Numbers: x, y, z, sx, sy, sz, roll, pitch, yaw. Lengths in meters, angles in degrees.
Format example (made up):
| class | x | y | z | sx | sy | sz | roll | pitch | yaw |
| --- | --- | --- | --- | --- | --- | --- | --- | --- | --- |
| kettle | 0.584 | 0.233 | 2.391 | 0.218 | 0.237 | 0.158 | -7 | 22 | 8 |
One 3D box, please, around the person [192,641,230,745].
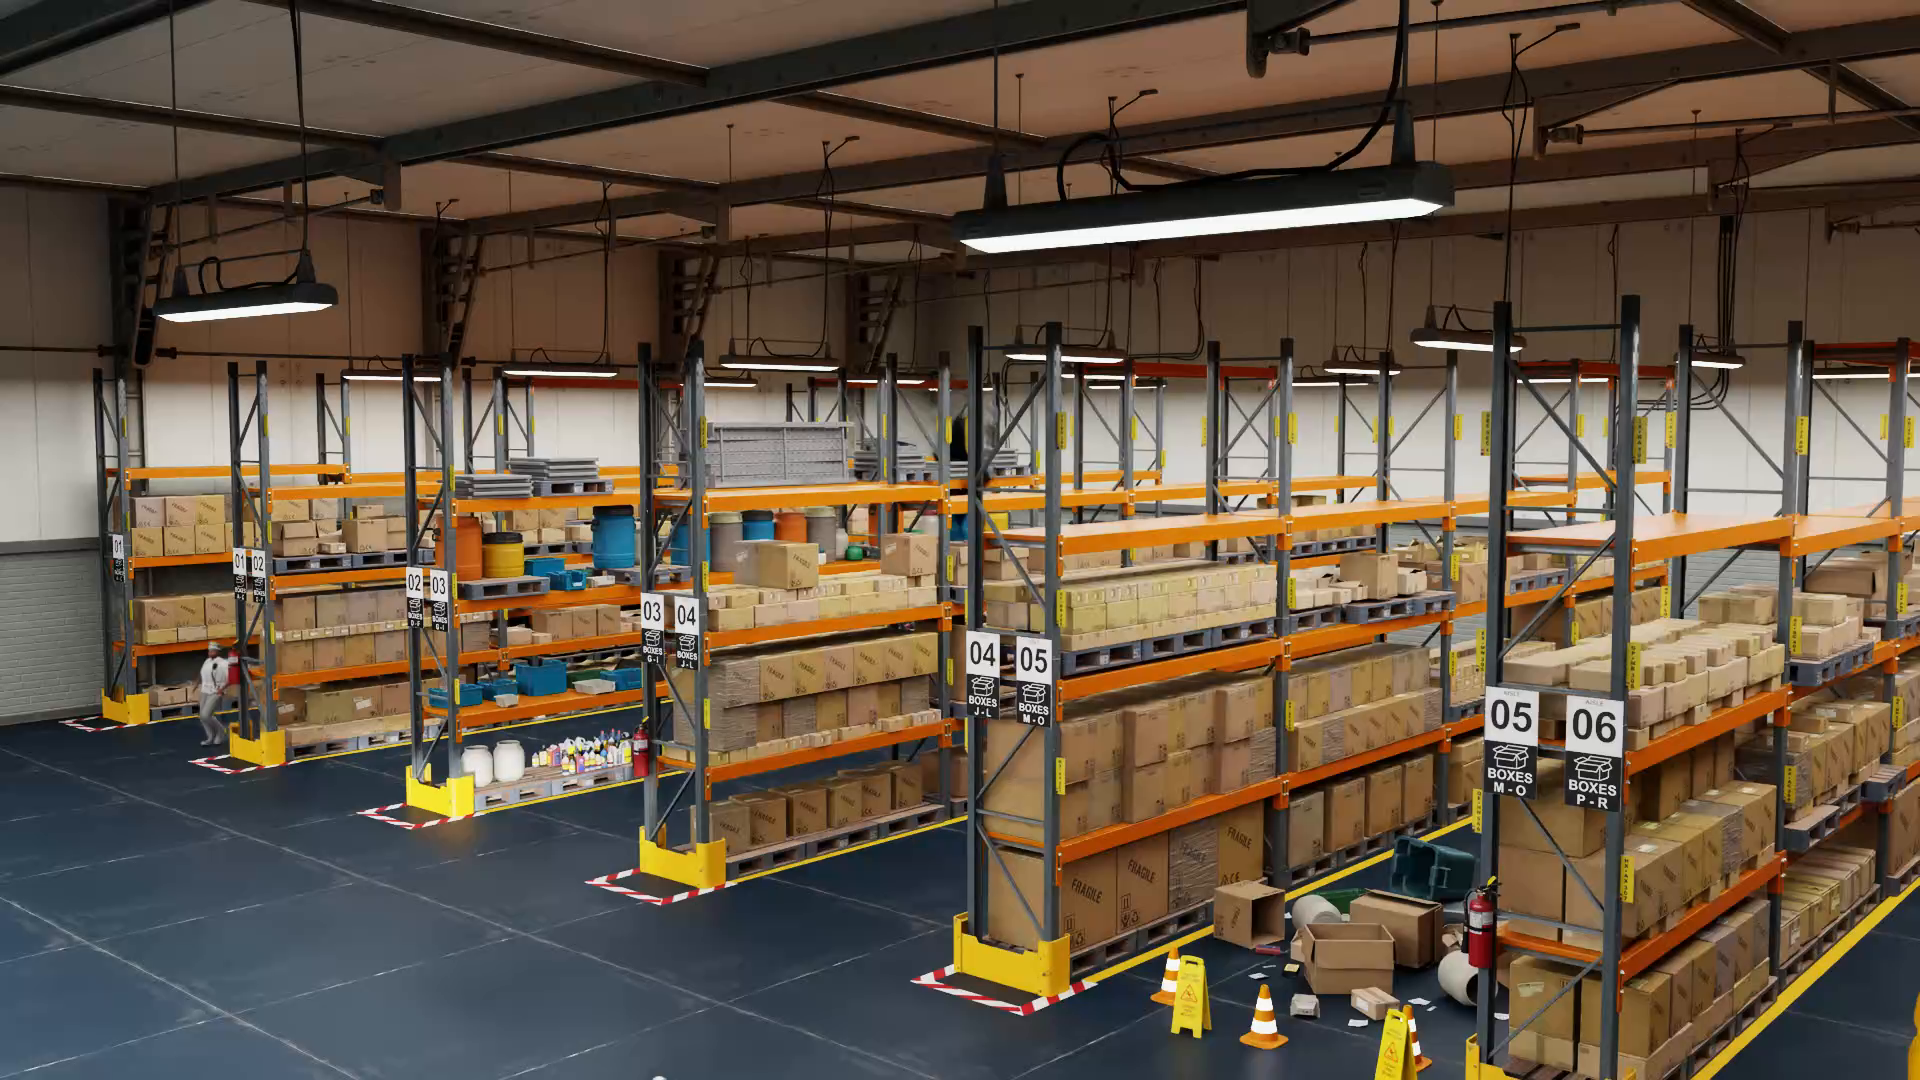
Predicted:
| class | x | y | z | sx | sy | sz | roll | pitch | yaw |
| --- | --- | --- | --- | --- | --- | --- | --- | --- | --- |
| person | -11.776 | 2.416 | 26.129 | 0.643 | 1.656 | 0.494 | 2 | 5 | 26 |
